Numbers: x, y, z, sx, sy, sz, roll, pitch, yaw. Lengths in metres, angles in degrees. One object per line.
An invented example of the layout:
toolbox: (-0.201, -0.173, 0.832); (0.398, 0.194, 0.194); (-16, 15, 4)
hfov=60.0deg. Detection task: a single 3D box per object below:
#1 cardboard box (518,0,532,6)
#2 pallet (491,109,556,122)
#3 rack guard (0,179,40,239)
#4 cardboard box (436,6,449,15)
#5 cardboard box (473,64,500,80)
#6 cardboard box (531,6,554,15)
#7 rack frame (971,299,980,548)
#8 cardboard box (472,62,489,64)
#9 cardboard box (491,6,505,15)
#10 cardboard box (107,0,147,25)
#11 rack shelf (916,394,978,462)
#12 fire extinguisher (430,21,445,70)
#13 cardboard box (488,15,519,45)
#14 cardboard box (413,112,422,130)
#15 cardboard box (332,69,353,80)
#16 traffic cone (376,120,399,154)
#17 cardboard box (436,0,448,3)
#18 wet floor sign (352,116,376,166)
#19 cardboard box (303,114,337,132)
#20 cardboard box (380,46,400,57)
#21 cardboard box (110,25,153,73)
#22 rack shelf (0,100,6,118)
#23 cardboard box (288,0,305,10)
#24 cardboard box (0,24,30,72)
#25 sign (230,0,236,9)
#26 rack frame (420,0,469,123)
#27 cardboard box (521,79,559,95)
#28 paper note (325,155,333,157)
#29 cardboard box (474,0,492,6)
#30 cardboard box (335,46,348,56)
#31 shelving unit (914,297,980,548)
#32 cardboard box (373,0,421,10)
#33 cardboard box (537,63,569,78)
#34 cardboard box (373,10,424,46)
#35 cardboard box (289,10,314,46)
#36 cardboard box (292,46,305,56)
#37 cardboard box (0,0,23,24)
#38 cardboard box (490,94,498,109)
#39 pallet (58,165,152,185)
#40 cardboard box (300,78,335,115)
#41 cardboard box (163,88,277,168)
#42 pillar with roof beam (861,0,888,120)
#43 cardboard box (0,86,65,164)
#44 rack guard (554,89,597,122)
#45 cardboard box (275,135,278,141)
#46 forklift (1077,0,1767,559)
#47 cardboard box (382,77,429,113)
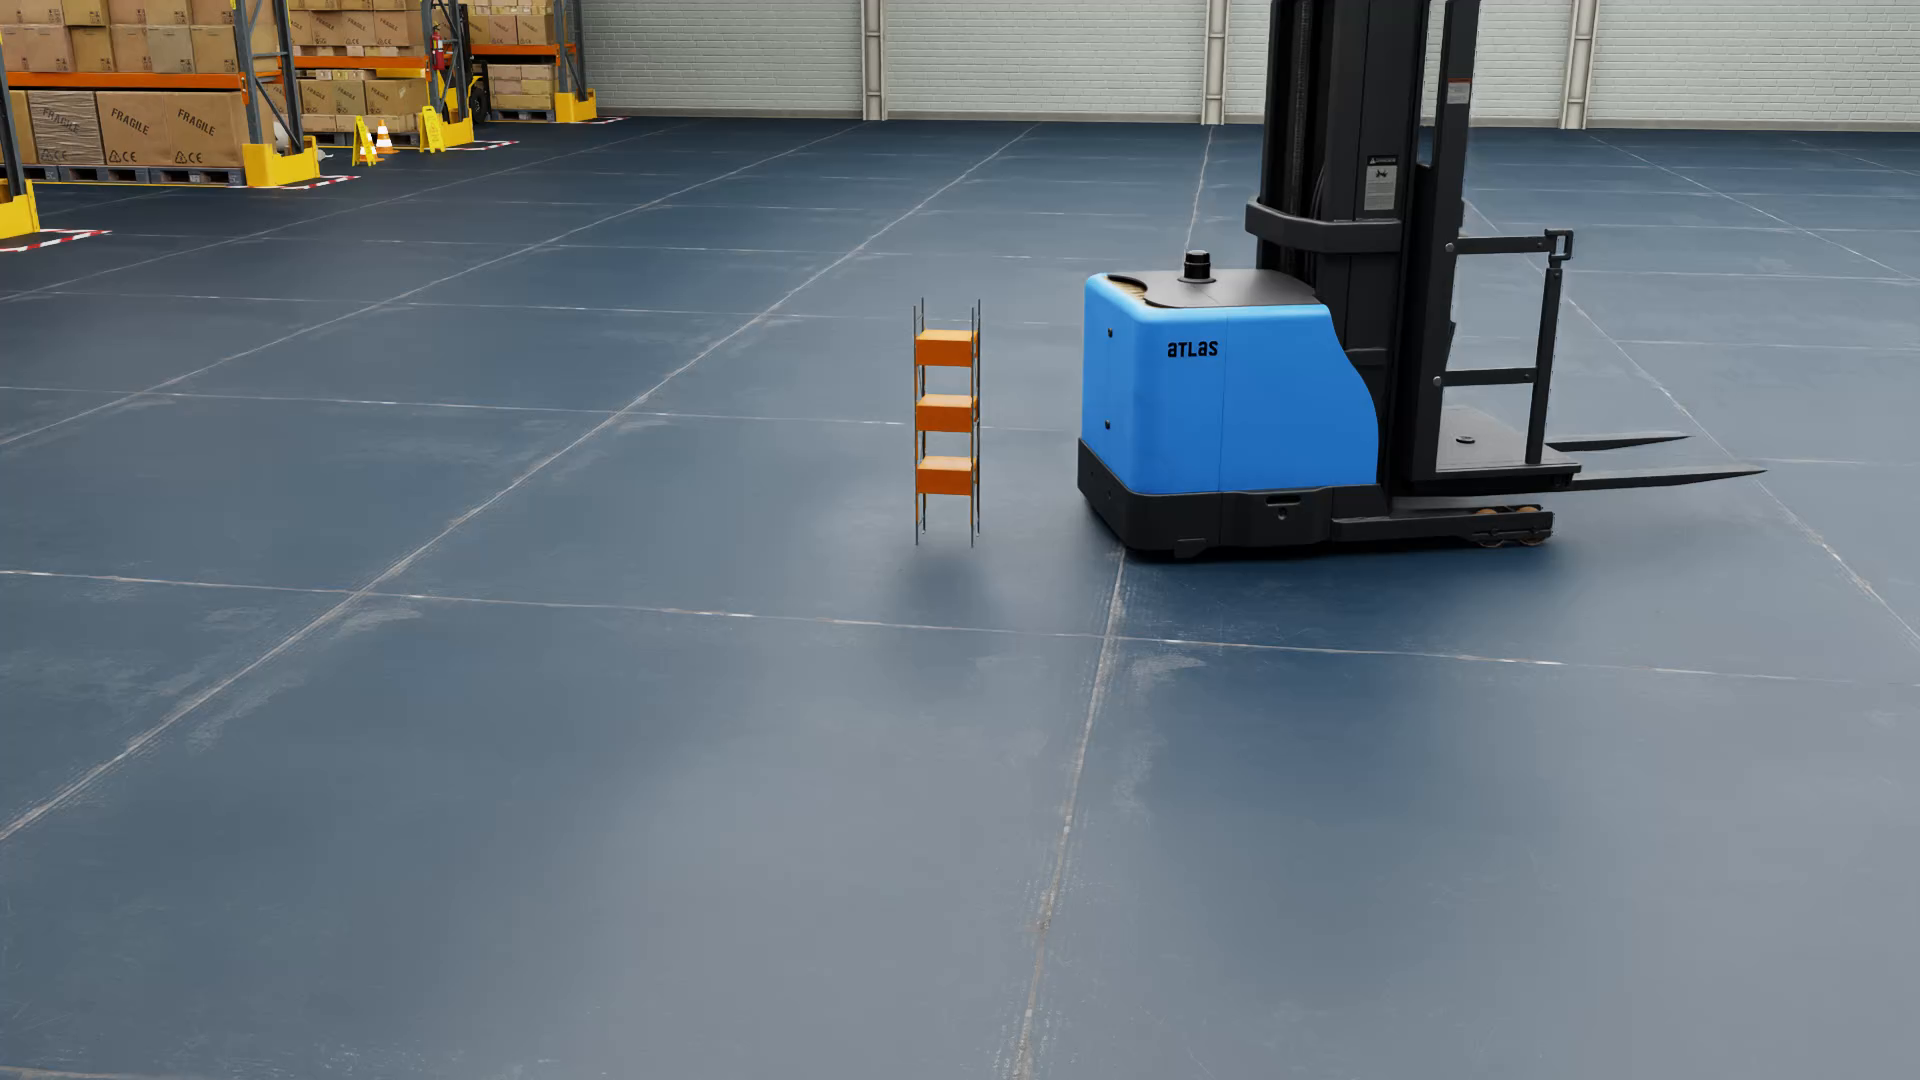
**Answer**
cardboard box: (-7.535, -9.414, 29.064); (0.250, 0.149, 0.380); (3, 19, 9)
pallet: (-7.661, -7.667, 29.884); (1.213, 0.211, 1.003); (3, 19, 9)
rack guard: (-9.330, -3.122, 15.846); (0.348, 0.500, 1.175); (3, 19, 9)
cardboard box: (-9.052, -9.337, 29.303); (0.250, 0.149, 0.380); (3, 19, 8)
cardboard box: (-8.409, -8.305, 29.491); (0.500, 0.250, 0.500); (3, 19, 9)
cardboard box: (-7.286, -9.248, 29.036); (0.250, 0.149, 0.380); (3, 19, 9)
rack frame: (0.068, -0.494, 7.126); (0.008, 1.050, 0.200); (3, 19, 9)
cardboard box: (-8.835, -8.497, 30.066); (0.500, 0.250, 0.500); (3, 19, 8)
cardboard box: (-8.033, -9.300, 29.191); (0.250, 0.149, 0.380); (3, 19, 8)
cardboard box: (-9.818, -6.536, 20.172); (0.550, 0.550, 0.875); (3, 19, 9)
rack shelf: (-0.053, -0.491, 7.148); (0.240, 0.259, 0.215); (3, 19, 9)
fire extinguisher: (-7.643, -7.222, 24.281); (0.183, 0.674, 0.296); (3, 19, 9)
cardboard box: (-7.938, -8.983, 29.264); (0.500, 0.500, 0.500); (4, 19, 10)
cardboard box: (-8.436, -6.431, 25.467); (0.500, 0.250, 0.500); (3, 19, 8)
cardboard box: (-9.136, -6.937, 24.774); (0.250, 0.149, 0.380); (3, 19, 10)
traffic cone: (-8.312, -5.823, 23.976); (0.334, 0.463, 0.336); (3, 19, 9)
cardboard box: (-9.048, -9.505, 29.335); (0.250, 0.149, 0.380); (3, 19, 9)
wet floor sign: (-8.026, -5.355, 22.290); (0.232, 0.644, 0.267); (0, 19, -1)
cardboard box: (-9.552, -6.313, 25.115); (0.500, 0.250, 0.500); (2, 19, 7)
cardboard box: (-8.354, -7.219, 24.547); (0.250, 0.149, 0.380); (3, 19, 8)
cardboard box: (-9.822, -6.016, 20.321); (0.550, 0.550, 0.875); (3, 19, 9)
rack shelf: (-11.230, -4.063, 15.853); (4.000, 0.370, 1.077); (3, 19, 9)
cardboard box: (-9.711, -8.118, 24.636); (0.500, 0.500, 0.700); (3, 19, 8)
cardboard box: (-11.405, -6.090, 20.539); (0.550, 0.550, 0.875); (3, 19, 9)
sign: (-8.468, -6.345, 19.340); (0.005, 0.325, 0.100); (3, 19, 9)
rack frame: (-7.683, -7.408, 24.717); (0.127, 3.000, 1.000); (3, 19, 9)
cardboard box: (-7.430, -8.022, 29.436); (0.500, 0.250, 0.500); (3, 19, 8)
paper note: (-8.932, -5.424, 23.467); (0.142, 0.019, 0.148); (-3, 19, -10)
cardboard box: (-8.307, -9.433, 29.120); (0.250, 0.149, 0.380); (3, 19, 10)
cardboard box: (-9.093, -7.299, 24.786); (0.250, 0.149, 0.380); (3, 19, 9)
shelving unit: (-0.053, -0.501, 7.145); (0.252, 1.050, 0.215); (3, 19, 9)
cardboard box: (-8.222, -8.028, 24.368); (0.500, 0.500, 0.700); (2, 19, 7)
cardboard box: (-7.344, -8.416, 29.826); (0.500, 0.250, 0.500); (3, 19, 8)
cardboard box: (-8.263, -7.538, 24.478); (0.500, 0.500, 0.500); (3, 19, 8)
cardboard box: (-9.747, -7.622, 24.730); (0.500, 0.500, 0.500); (3, 19, 9)
cardboard box: (-9.858, -7.303, 24.798); (0.250, 0.149, 0.380); (3, 19, 8)
cardboard box: (-11.398, -6.616, 20.412); (0.550, 0.550, 0.875); (3, 19, 9)
cardboard box: (-8.396, -7.840, 29.677); (0.500, 0.250, 0.500); (3, 19, 9)
pallet: (-10.371, -4.608, 20.742); (1.213, 0.211, 1.003); (3, 19, 9)
cardboard box: (-9.529, -6.671, 25.002); (0.500, 0.500, 0.500); (2, 19, 7)
cardboard box: (-9.049, -5.057, 20.378); (0.875, 0.875, 0.875); (3, 19, 9)
pillar with roof beam: (-2.203, -10.475, 24.429); (0.400, 9.000, 9.100); (3, 19, 9)
cardboard box: (-11.708, -5.192, 20.779); (0.875, 0.875, 0.875); (3, 19, 9)
rack guard: (-6.876, -7.777, 29.758); (0.348, 0.500, 1.175); (3, 19, 9)
cardboard box: (-9.819, -5.520, 23.007); (0.637, 0.503, 0.797); (-11, 21, -29)
forklift: (2.118, -1.517, 7.219); (3.031, 2.935, 1.130); (-3, 19, -9)
cardboard box: (-8.459, -6.787, 25.351); (0.500, 0.500, 0.500); (2, 19, 7)
